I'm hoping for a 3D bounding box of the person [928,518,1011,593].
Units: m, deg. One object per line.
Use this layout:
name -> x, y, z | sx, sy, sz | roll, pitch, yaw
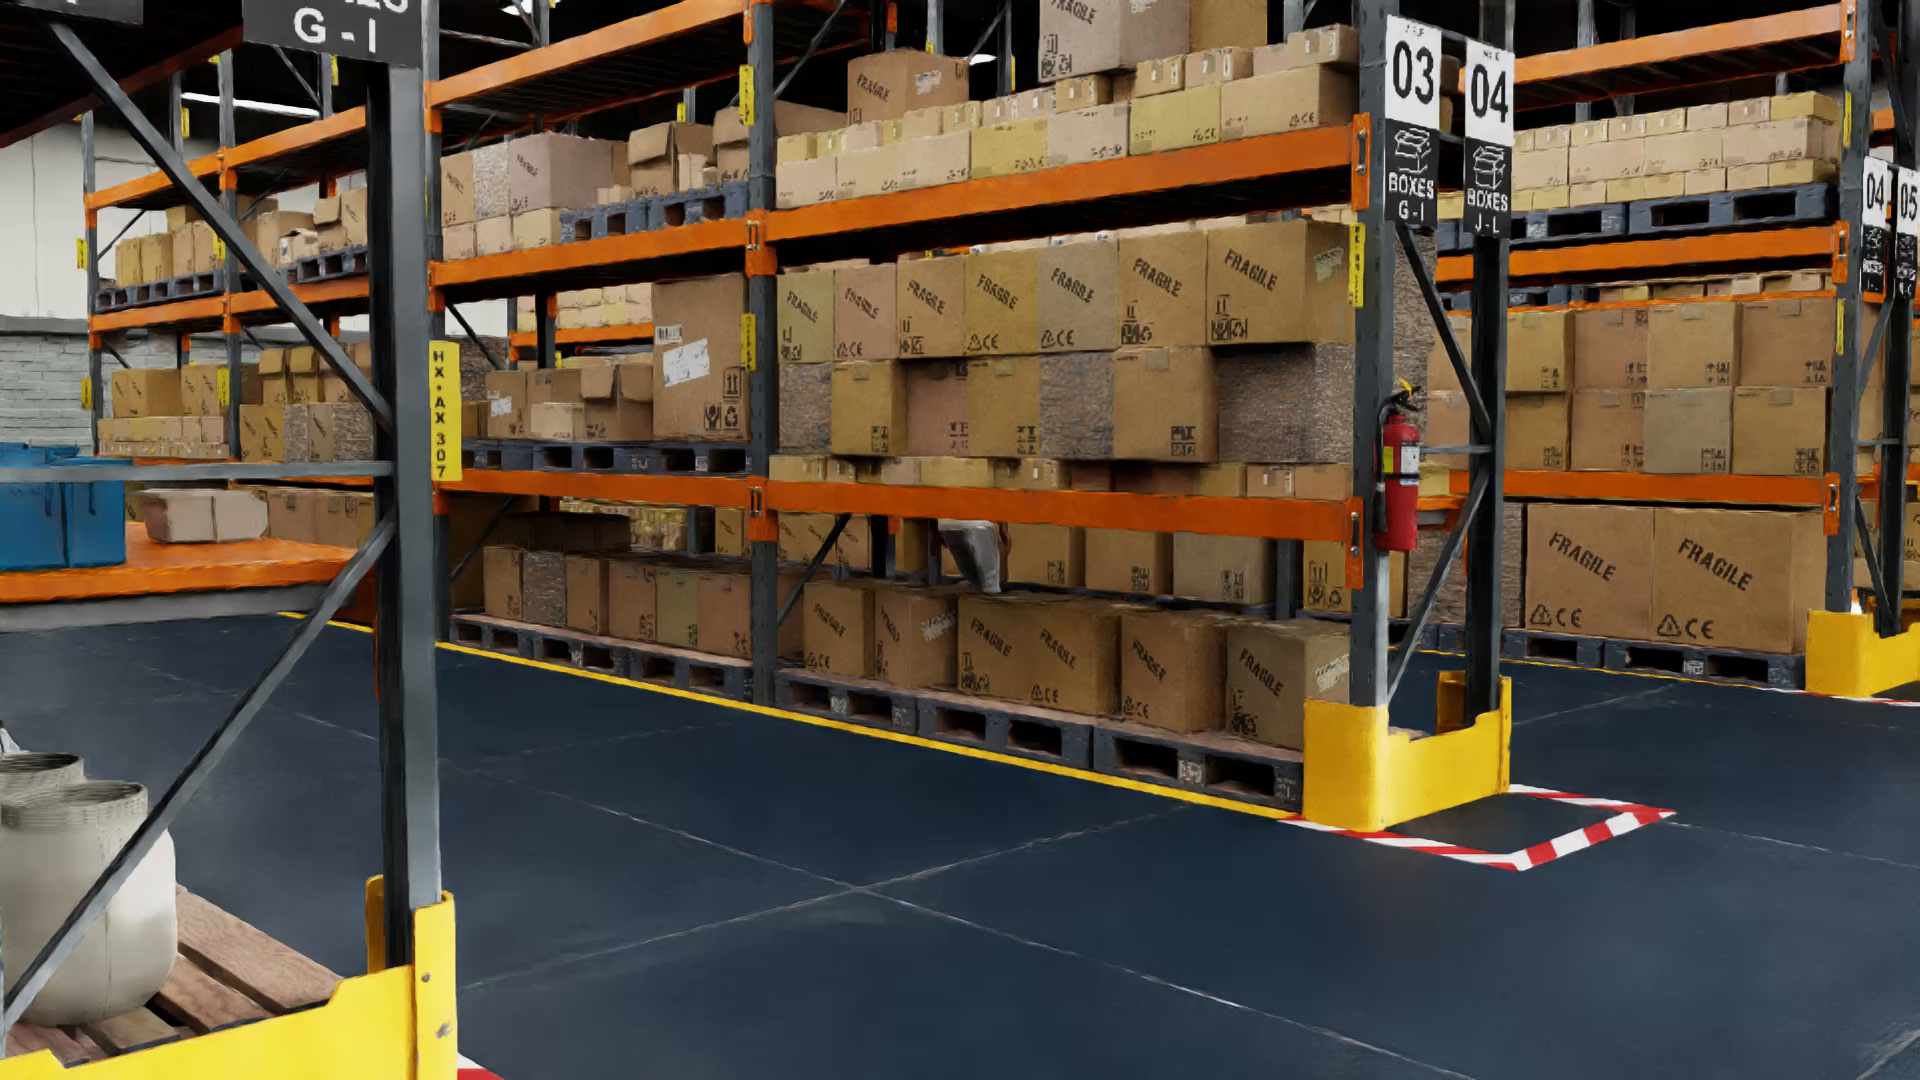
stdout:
person -> 0.102, -0.064, 11.715 | 0.523, 1.728, 0.680 | -4, 5, -43
